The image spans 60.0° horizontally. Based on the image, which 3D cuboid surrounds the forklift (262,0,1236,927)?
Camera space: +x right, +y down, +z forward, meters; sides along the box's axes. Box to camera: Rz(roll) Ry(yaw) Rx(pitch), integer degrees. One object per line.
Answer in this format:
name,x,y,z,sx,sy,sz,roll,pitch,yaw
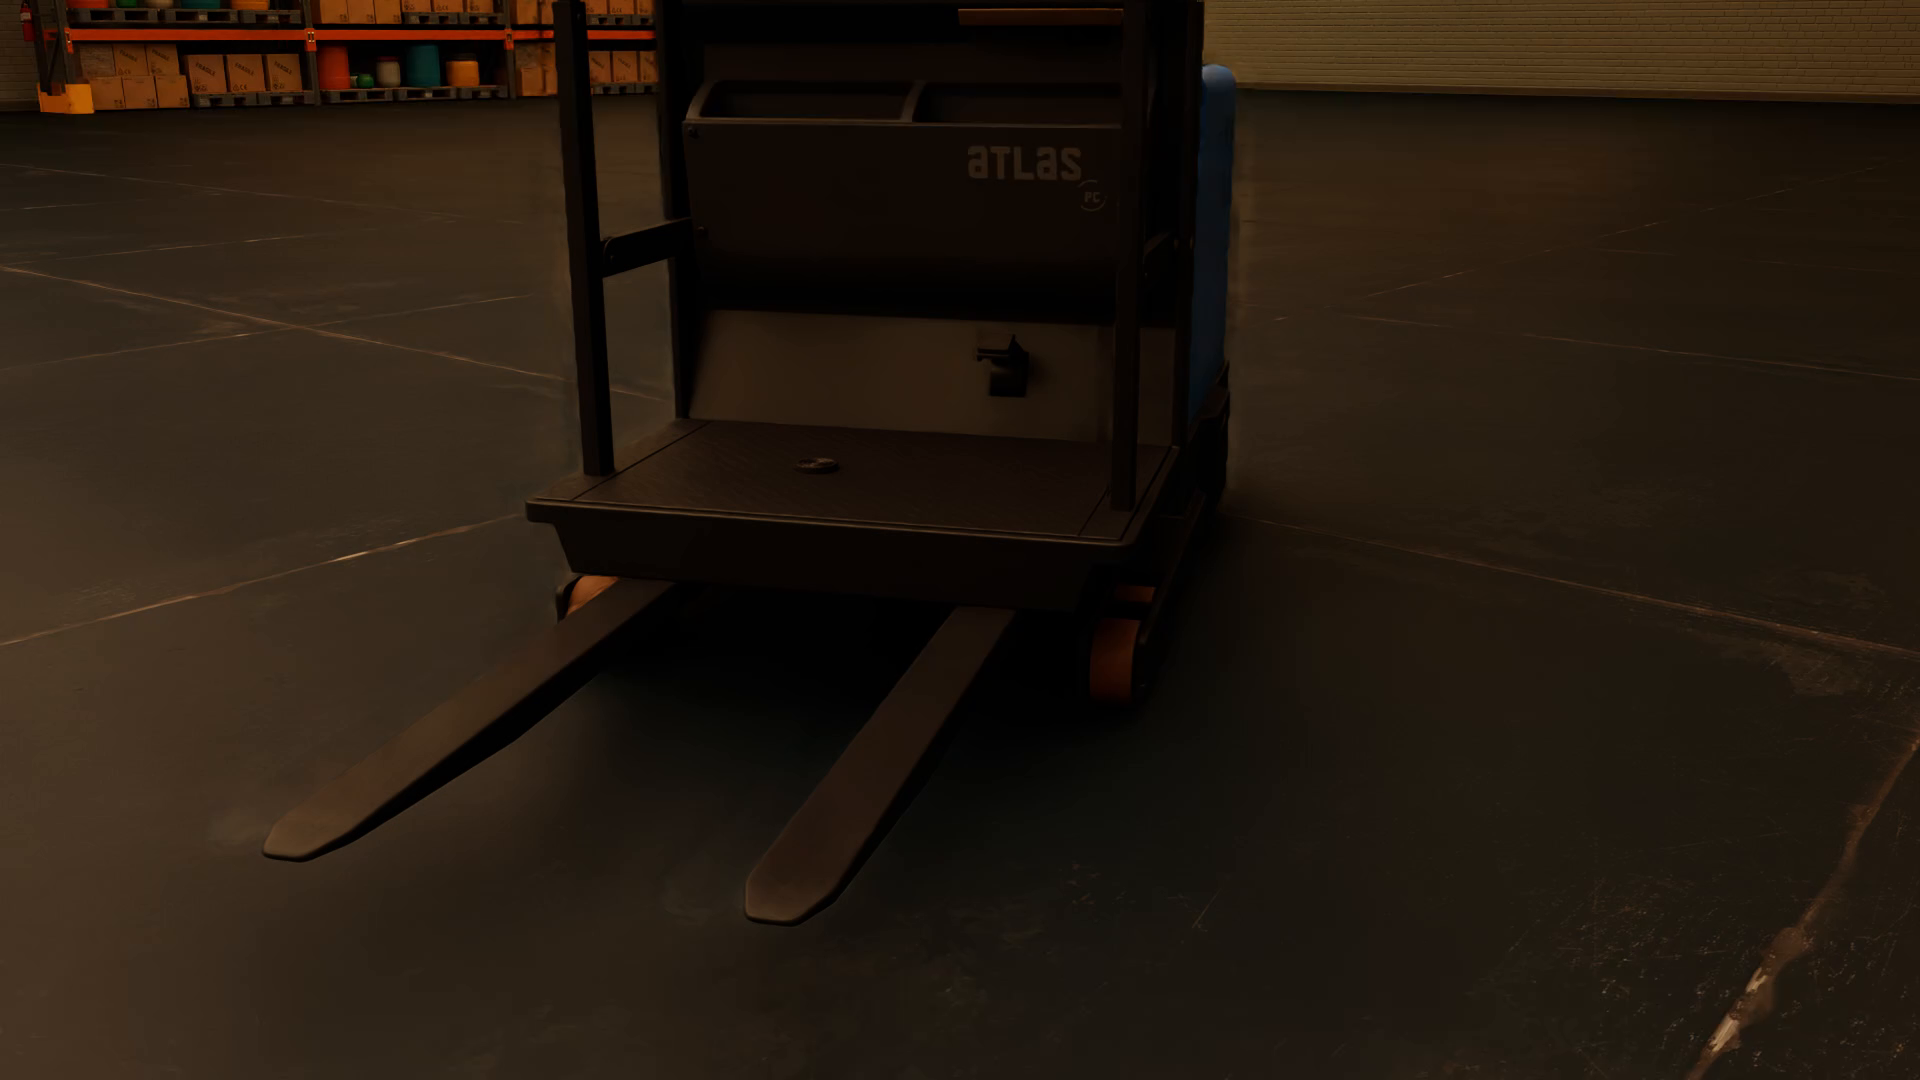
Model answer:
forklift,-0.134,-1.224,2.927,1.130,2.935,3.031,4,17,13
